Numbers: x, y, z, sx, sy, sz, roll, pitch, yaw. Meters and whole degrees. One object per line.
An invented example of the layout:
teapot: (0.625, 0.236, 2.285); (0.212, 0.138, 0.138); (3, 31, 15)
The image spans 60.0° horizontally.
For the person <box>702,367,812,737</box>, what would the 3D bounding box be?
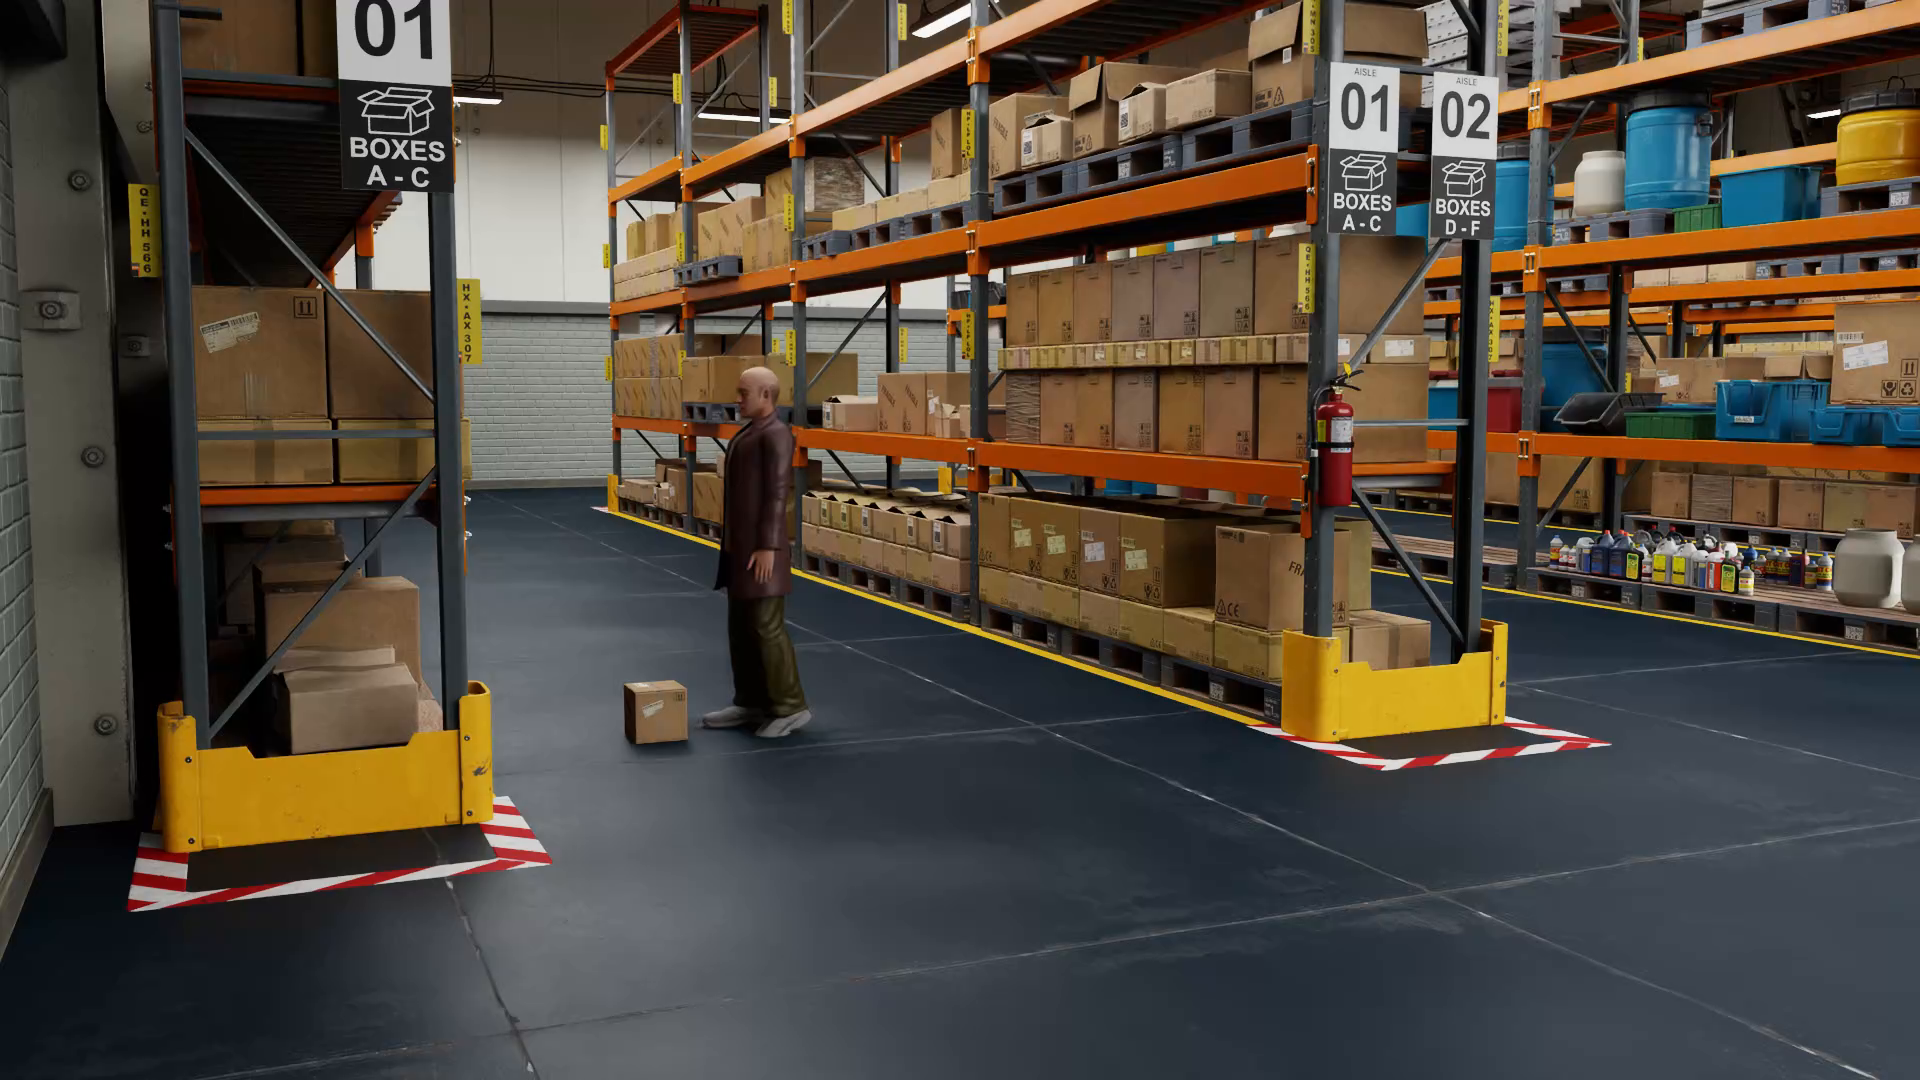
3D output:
person: (-1.000, 0.082, 8.145); (0.489, 1.850, 0.577); (-2, 6, -22)
